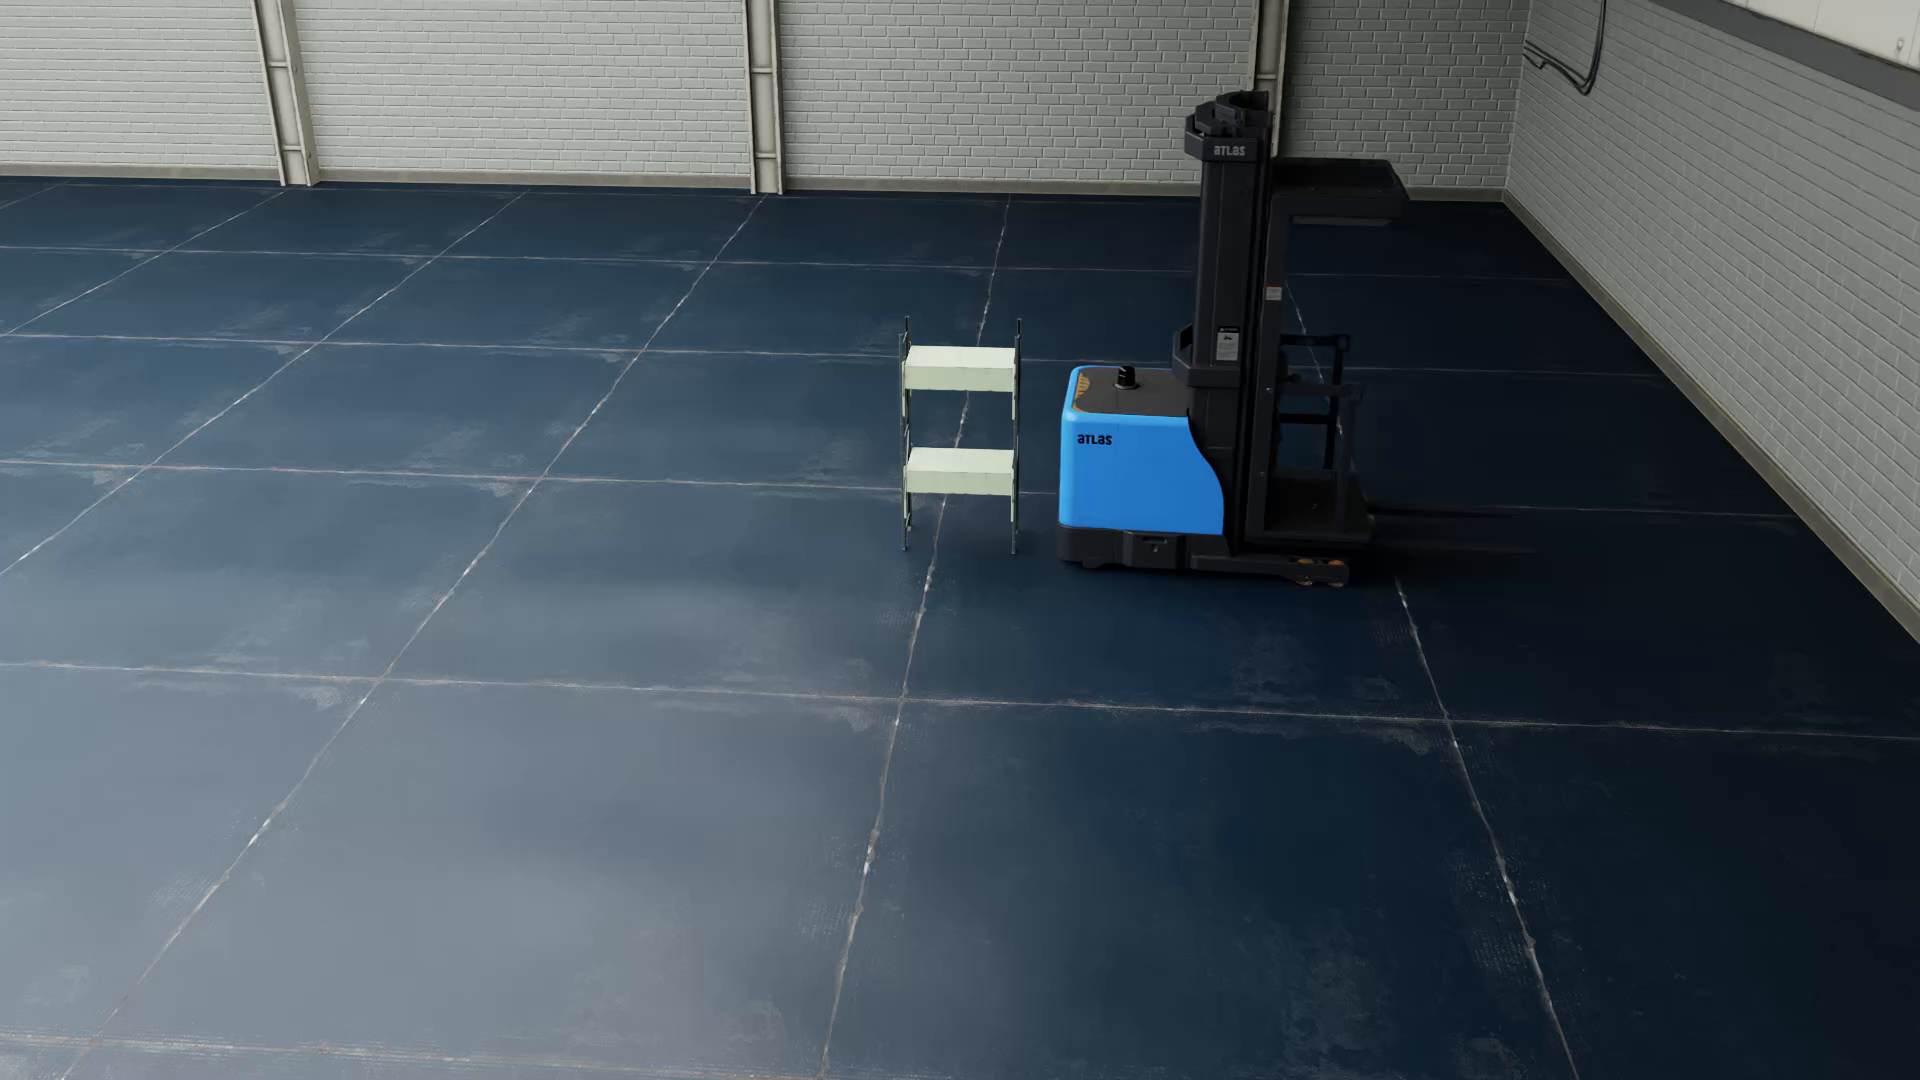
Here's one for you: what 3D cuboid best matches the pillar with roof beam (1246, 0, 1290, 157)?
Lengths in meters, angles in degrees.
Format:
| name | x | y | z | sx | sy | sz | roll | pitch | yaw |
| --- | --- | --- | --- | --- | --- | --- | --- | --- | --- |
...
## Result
| name | x | y | z | sx | sy | sz | roll | pitch | yaw |
| --- | --- | --- | --- | --- | --- | --- | --- | --- | --- |
| pillar with roof beam | 3.279 | -6.440 | 14.481 | 0.400 | 9.000 | 9.100 | 2 | 25 | 4 |

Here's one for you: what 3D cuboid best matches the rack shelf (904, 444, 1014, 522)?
| name | x | y | z | sx | sy | sz | roll | pitch | yaw |
| --- | --- | --- | --- | --- | --- | --- | --- | --- | --- |
| rack shelf | 0.007 | -0.385 | 11.072 | 0.720 | 0.370 | 0.431 | 2 | 25 | 4 |

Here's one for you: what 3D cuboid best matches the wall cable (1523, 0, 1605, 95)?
| name | x | y | z | sx | sy | sz | roll | pitch | yaw |
| --- | --- | --- | --- | --- | --- | --- | --- | --- | --- |
| wall cable | 6.445 | -6.178 | 17.626 | 0.112 | 2.526 | 3.097 | 2 | 25 | 4 |

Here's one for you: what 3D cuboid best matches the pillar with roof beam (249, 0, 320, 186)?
| name | x | y | z | sx | sy | sz | roll | pitch | yaw |
| --- | --- | --- | --- | --- | --- | --- | --- | --- | --- |
| pillar with roof beam | -8.686 | -6.824 | 15.315 | 0.400 | 9.000 | 9.100 | 2 | 25 | 4 |

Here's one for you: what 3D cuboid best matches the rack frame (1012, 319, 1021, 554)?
| name | x | y | z | sx | sy | sz | roll | pitch | yaw |
| --- | --- | --- | --- | --- | --- | --- | --- | --- | --- |
| rack frame | 0.372 | -0.669 | 10.911 | 0.023 | 1.500 | 0.400 | 2 | 25 | 4 |

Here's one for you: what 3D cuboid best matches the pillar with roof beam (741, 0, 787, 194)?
| name | x | y | z | sx | sy | sz | roll | pitch | yaw |
| --- | --- | --- | --- | --- | --- | --- | --- | --- | --- |
| pillar with roof beam | -2.704 | -6.632 | 14.898 | 0.400 | 9.000 | 9.100 | 2 | 25 | 4 |

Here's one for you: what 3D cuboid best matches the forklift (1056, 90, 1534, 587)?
| name | x | y | z | sx | sy | sz | roll | pitch | yaw |
| --- | --- | --- | --- | --- | --- | --- | --- | --- | --- |
| forklift | 2.185 | -1.269 | 10.501 | 3.031 | 2.935 | 1.130 | 3 | 25 | 7 |

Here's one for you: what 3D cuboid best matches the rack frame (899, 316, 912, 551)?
| name | x | y | z | sx | sy | sz | roll | pitch | yaw |
| --- | --- | --- | --- | --- | --- | --- | --- | --- | --- |
| rack frame | -0.358 | -0.693 | 10.961 | 0.023 | 1.500 | 0.400 | 2 | 25 | 4 |

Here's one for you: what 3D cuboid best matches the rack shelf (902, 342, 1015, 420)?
| name | x | y | z | sx | sy | sz | roll | pitch | yaw |
| --- | --- | --- | --- | --- | --- | --- | --- | --- | --- |
| rack shelf | 0.007 | -1.036 | 10.773 | 0.720 | 0.370 | 0.431 | 2 | 25 | 4 |

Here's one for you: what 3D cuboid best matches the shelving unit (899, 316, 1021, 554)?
| name | x | y | z | sx | sy | sz | roll | pitch | yaw |
| --- | --- | --- | --- | --- | --- | --- | --- | --- | --- |
| shelving unit | 0.007 | -0.681 | 10.936 | 0.755 | 1.500 | 0.431 | 2 | 25 | 4 |
